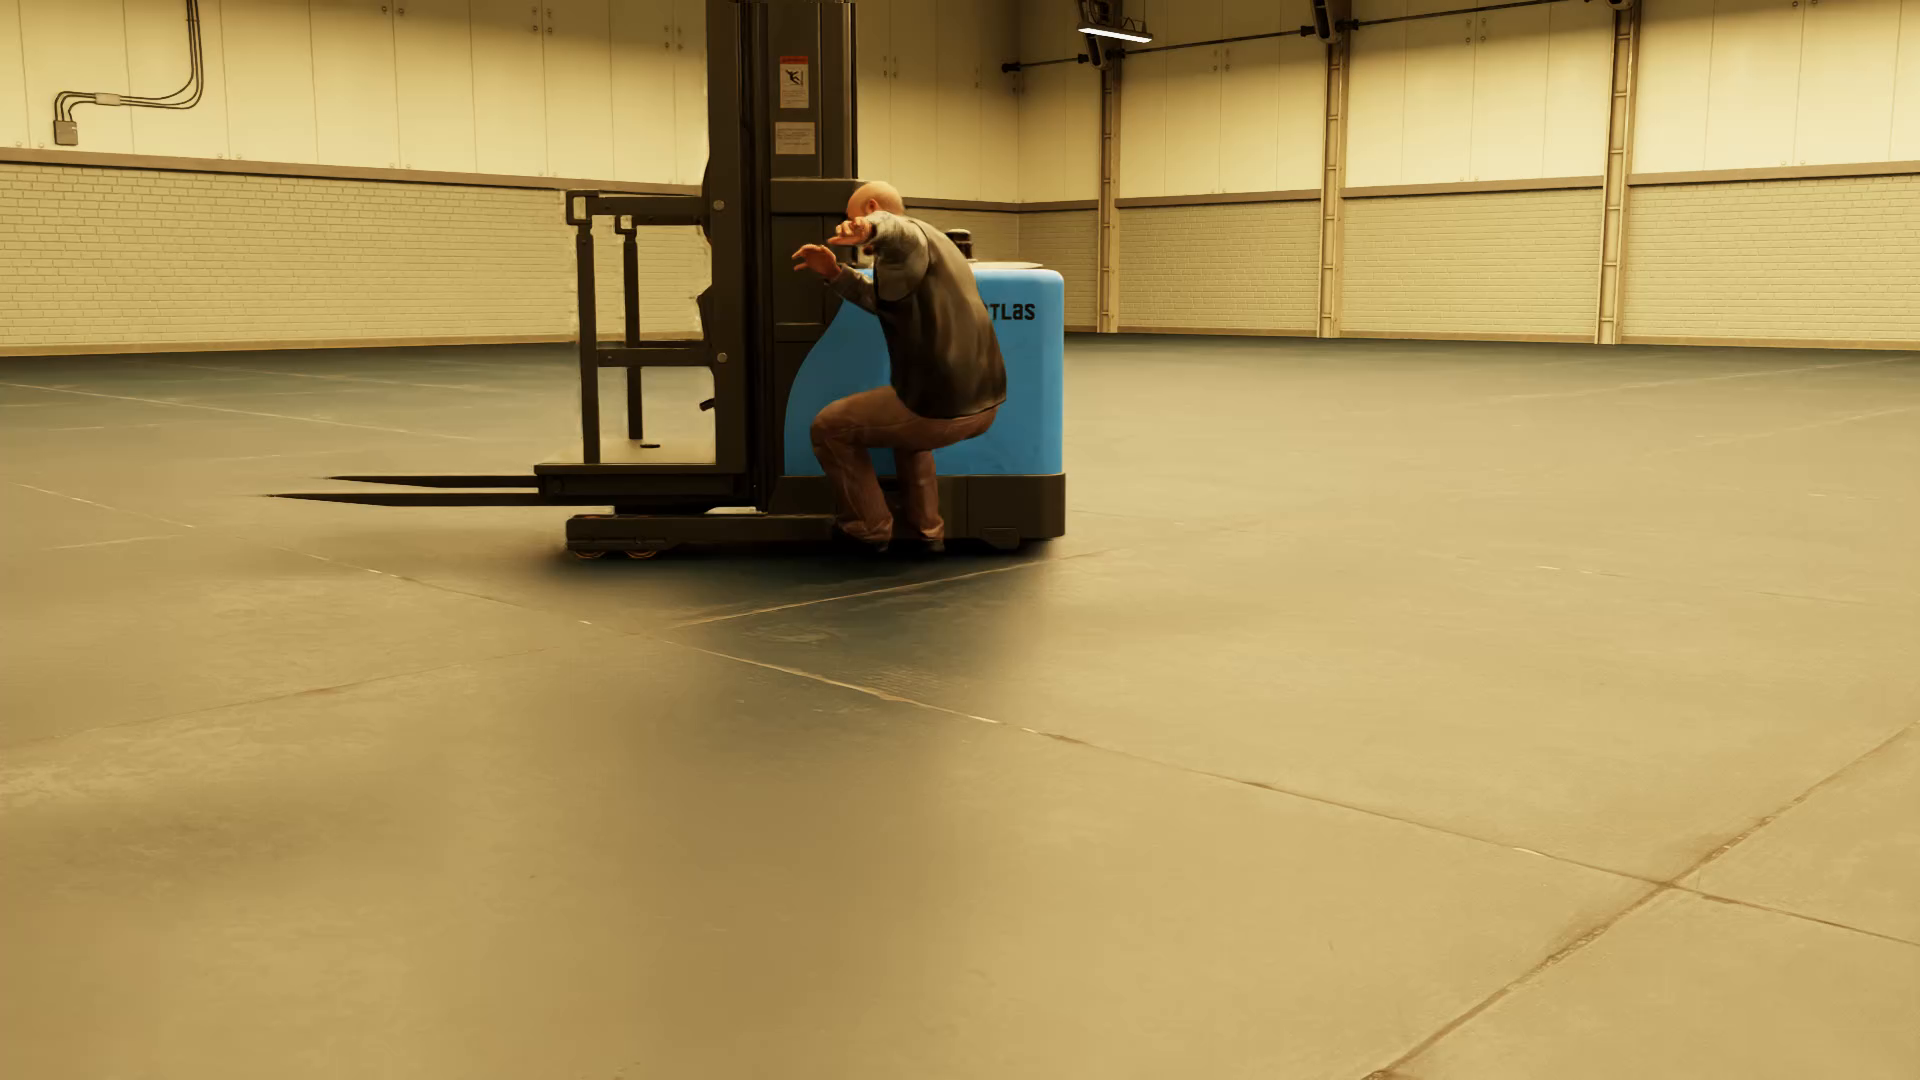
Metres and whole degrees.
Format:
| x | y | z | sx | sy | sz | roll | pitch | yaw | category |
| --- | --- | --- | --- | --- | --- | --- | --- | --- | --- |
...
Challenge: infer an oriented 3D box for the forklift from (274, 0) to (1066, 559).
| x | y | z | sx | sy | sz | roll | pitch | yaw | category |
| --- | --- | --- | --- | --- | --- | --- | --- | --- | --- |
| -1.123 | -1.456 | 6.545 | 3.031 | 2.935 | 1.130 | 0 | 9 | -2 | forklift |

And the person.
| x | y | z | sx | sy | sz | roll | pitch | yaw | category |
| --- | --- | --- | --- | --- | --- | --- | --- | --- | --- |
| -0.266 | -0.515 | 5.601 | 0.733 | 1.383 | 1.376 | 4 | 9 | 25 | person |
